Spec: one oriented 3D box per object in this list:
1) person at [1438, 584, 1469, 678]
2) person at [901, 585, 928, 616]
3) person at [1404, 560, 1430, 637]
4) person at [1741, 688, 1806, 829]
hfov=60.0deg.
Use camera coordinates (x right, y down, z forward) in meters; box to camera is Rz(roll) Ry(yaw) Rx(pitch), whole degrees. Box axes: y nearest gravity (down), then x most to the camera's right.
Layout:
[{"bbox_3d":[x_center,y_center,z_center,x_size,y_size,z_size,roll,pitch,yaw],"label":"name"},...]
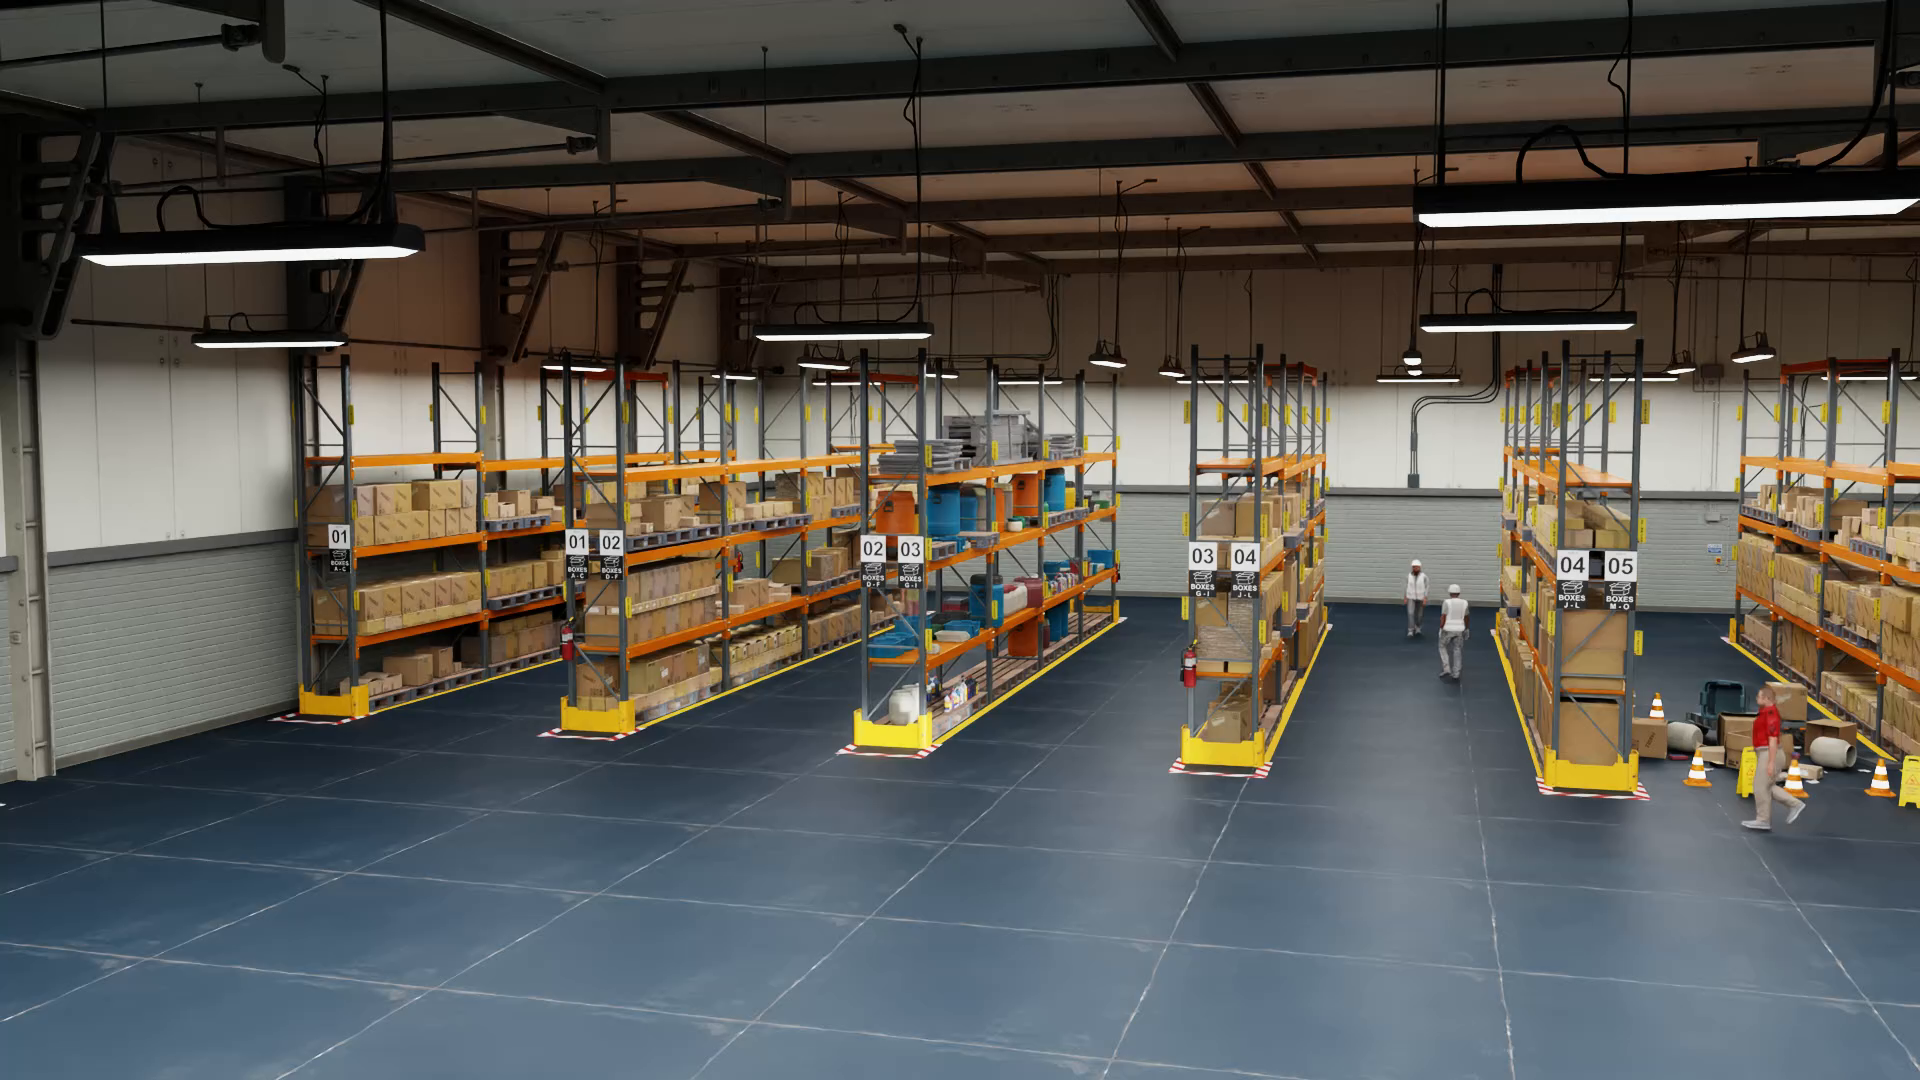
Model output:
[{"bbox_3d":[9.410,1.742,31.712,0.600,1.803,0.400,-1,4,-8],"label":"person"},{"bbox_3d":[-1.031,1.373,37.669,0.604,1.620,0.588,1,4,10],"label":"person"},{"bbox_3d":[10.320,1.307,37.543,0.530,1.706,1.082,1,4,10],"label":"person"},{"bbox_3d":[9.834,2.631,20.052,0.707,1.701,0.549,2,5,24],"label":"person"}]
